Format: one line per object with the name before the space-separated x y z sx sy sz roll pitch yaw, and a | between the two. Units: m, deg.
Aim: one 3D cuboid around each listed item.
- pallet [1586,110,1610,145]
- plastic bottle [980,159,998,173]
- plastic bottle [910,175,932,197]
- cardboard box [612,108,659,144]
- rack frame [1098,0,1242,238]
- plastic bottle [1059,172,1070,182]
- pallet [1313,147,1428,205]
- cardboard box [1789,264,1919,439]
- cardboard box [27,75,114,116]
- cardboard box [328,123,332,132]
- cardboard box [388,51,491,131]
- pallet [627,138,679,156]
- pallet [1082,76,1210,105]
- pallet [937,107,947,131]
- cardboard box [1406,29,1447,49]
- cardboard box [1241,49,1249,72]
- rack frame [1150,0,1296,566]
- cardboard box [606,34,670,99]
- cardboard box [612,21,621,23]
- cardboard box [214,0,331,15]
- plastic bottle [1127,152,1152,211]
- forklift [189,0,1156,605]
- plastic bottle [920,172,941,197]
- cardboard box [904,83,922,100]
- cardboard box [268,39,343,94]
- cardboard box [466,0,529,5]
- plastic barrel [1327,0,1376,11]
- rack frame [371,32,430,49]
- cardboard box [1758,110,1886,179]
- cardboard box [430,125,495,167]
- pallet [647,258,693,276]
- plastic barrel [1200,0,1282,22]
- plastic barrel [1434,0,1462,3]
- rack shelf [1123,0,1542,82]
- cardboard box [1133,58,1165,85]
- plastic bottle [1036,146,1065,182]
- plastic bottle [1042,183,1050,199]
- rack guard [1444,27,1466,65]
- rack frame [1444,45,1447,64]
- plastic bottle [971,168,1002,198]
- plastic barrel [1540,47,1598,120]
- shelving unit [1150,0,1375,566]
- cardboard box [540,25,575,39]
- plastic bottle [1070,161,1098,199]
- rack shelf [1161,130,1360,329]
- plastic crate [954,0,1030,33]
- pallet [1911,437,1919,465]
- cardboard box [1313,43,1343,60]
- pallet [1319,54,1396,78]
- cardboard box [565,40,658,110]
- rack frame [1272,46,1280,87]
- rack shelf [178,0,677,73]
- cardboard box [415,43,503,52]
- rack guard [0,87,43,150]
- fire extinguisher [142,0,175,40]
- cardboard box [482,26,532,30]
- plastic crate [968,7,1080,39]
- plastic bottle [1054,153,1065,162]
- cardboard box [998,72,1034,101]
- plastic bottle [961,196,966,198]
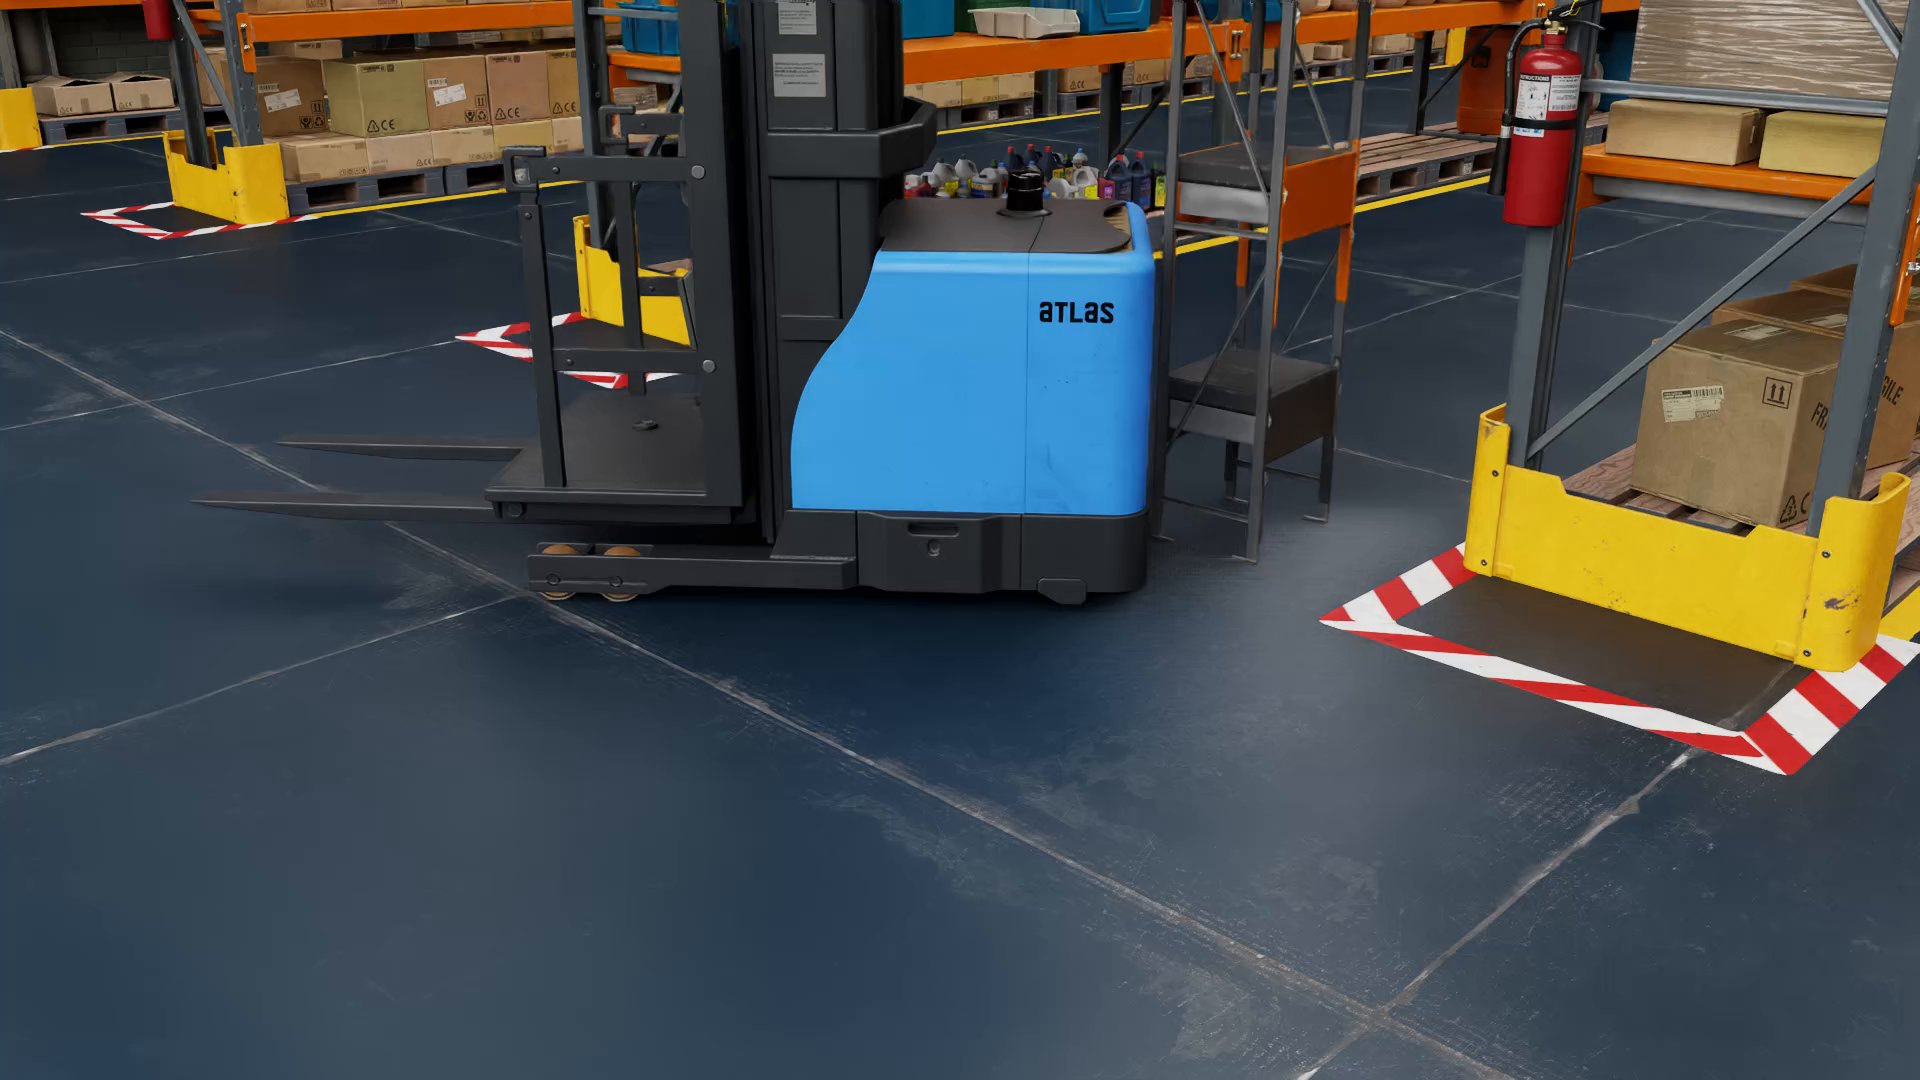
pallet | 5.484 -3.713 14.941 1.003 0.211 1.213 19 28 41
plastic bottle | 0.185 -2.215 10.328 0.133 0.283 0.061 -19 28 -40
plastic bottle | -0.229 -1.984 9.728 0.061 0.283 0.133 19 28 41
cardboard box | -2.747 -3.315 13.264 0.500 0.250 0.500 19 28 41
rack frame | 1.322 -3.461 10.399 1.000 3.000 0.127 19 28 41
plastic bottle | 0.629 -2.048 9.894 0.061 0.283 0.133 19 28 41
pallet | 2.693 -2.686 12.269 1.003 0.211 1.213 19 28 41
cardboard box | 3.371 -0.697 6.107 0.500 0.500 0.500 -17 27 -37
cardboard box | -8.019 -4.018 14.982 0.500 0.311 0.500 15 26 35
cardboard box | -4.512 -2.930 12.263 0.500 0.250 0.500 19 28 41
cardboard box | -3.794 -3.279 12.127 0.500 0.500 0.500 19 28 41
pallet | -2.809 -3.206 13.622 1.003 0.211 1.213 19 28 41
pallet | 1.965 -4.923 18.089 1.003 0.211 1.213 19 28 41
pallet | -0.887 -3.915 15.465 1.003 0.211 1.213 19 28 41
cardboard box | 5.944 -6.624 21.498 0.500 0.500 0.500 19 28 41
cardboard box | 2.867 -5.473 18.505 0.500 0.500 0.500 19 28 41
rack frame | 0.800 -0.945 5.106 0.400 2.100 0.015 16 26 36
cardboard box | -2.772 -3.924 13.804 0.500 0.500 0.500 19 28 41
cardboard box | -3.893 -6.029 18.904 0.500 0.250 0.500 -20 28 -41
cardboard box | -4.680 -3.837 11.238 0.700 0.500 0.500 19 28 41
plastic bottle | 1.080 -2.192 10.177 0.144 0.351 0.185 18 28 39
forklift | -0.916 -1.366 5.042 3.031 2.935 1.130 1 21 4
plastic bottle | -0.209 -2.042 9.891 0.152 0.276 0.135 18 28 39
cardboard box | -0.693 -4.052 15.182 0.500 0.250 0.500 -20 28 -41
cardboard box | -6.471 -4.703 16.499 0.500 0.500 0.500 17 27 37
cardboard box | -3.602 -4.236 12.275 0.500 0.500 0.700 -19 28 -40
plastic barrel | 2.659 -3.904 11.362 0.433 0.535 0.433 0 21 0
rack frame | -5.776 -5.941 16.850 1.000 3.000 0.127 19 28 41
cardboard box | 2.450 -1.090 4.579 0.380 0.149 0.250 19 28 41
cardboard box | -3.786 -2.926 12.254 0.500 0.250 0.500 19 28 41
pallet | -0.878 -1.370 8.845 1.003 0.211 1.213 19 28 41
plastic barrel | 1.809 -3.719 10.370 0.600 0.901 0.708 19 28 41
plastic barrel | 3.548 -4.224 12.227 0.421 0.512 0.421 0 21 0
rack shelf | 2.717 -3.640 11.865 1.077 0.370 4.000 19 28 41
cardboard box | 1.803 -5.078 17.476 0.500 0.500 0.500 19 28 40
plastic bottle | 0.565 -2.290 10.432 0.144 0.351 0.185 19 28 41
plastic bottle | 0.470 -1.919 9.576 0.097 0.271 0.097 0 21 0
rack guard | 6.094 -6.600 22.050 1.175 0.500 0.348 19 28 41
rack frame | 6.147 -7.787 21.652 1.000 3.000 0.127 19 28 41
plastic bottle | 0.157 -2.103 10.049 0.152 0.276 0.135 19 28 41
plastic barrel | 5.230 -3.980 14.525 0.600 0.588 0.708 19 28 41
shelving unit | 0.954 -1.013 5.283 0.431 2.100 0.503 16 26 36
cardboard box | -4.565 -5.439 18.416 0.700 0.500 0.500 20 28 41
plastic bottle | 0.720 -2.060 9.832 0.144 0.351 0.185 19 28 40
rack shelf | 0.954 -1.000 5.288 0.431 0.518 0.480 16 26 36
plastic crate | 0.173 -3.084 9.713 0.450 0.188 0.662 19 28 41
pallet | 3.577 -0.423 6.382 1.003 0.211 1.213 19 28 41
cardboard box | 4.401 -5.920 20.131 0.380 0.166 0.250 19 28 41
pallet | 4.688 -5.948 20.756 1.003 0.211 1.213 19 28 41
cardboard box | -2.748 -3.665 13.131 0.500 0.500 0.500 19 28 41
rack frame | 3.357 -6.758 18.977 1.000 3.000 0.127 19 28 41
rack shelf | -3.619 -3.852 12.418 1.077 0.370 4.000 19 28 41
cardboard box | -3.817 -3.538 12.799 0.500 0.500 0.500 19 28 41
rack guard | -8.513 -3.765 14.674 1.175 0.500 0.348 19 28 41
fire extinguisher | -5.430 -3.723 11.189 0.296 0.674 0.183 19 28 41
cardboard box | -4.970 -5.637 17.885 0.500 0.250 0.500 19 28 40
plastic crate | 0.371 -2.857 9.195 0.530 0.136 0.437 19 28 41
plastic bottle | 0.580 -2.333 10.647 0.135 0.276 0.152 -19 28 -40
cardboard box | 0.374 -4.446 16.209 0.500 0.250 0.500 -19 28 -41
plastic bottle | 0.020 -1.753 9.144 0.097 0.271 0.097 0 21 0
